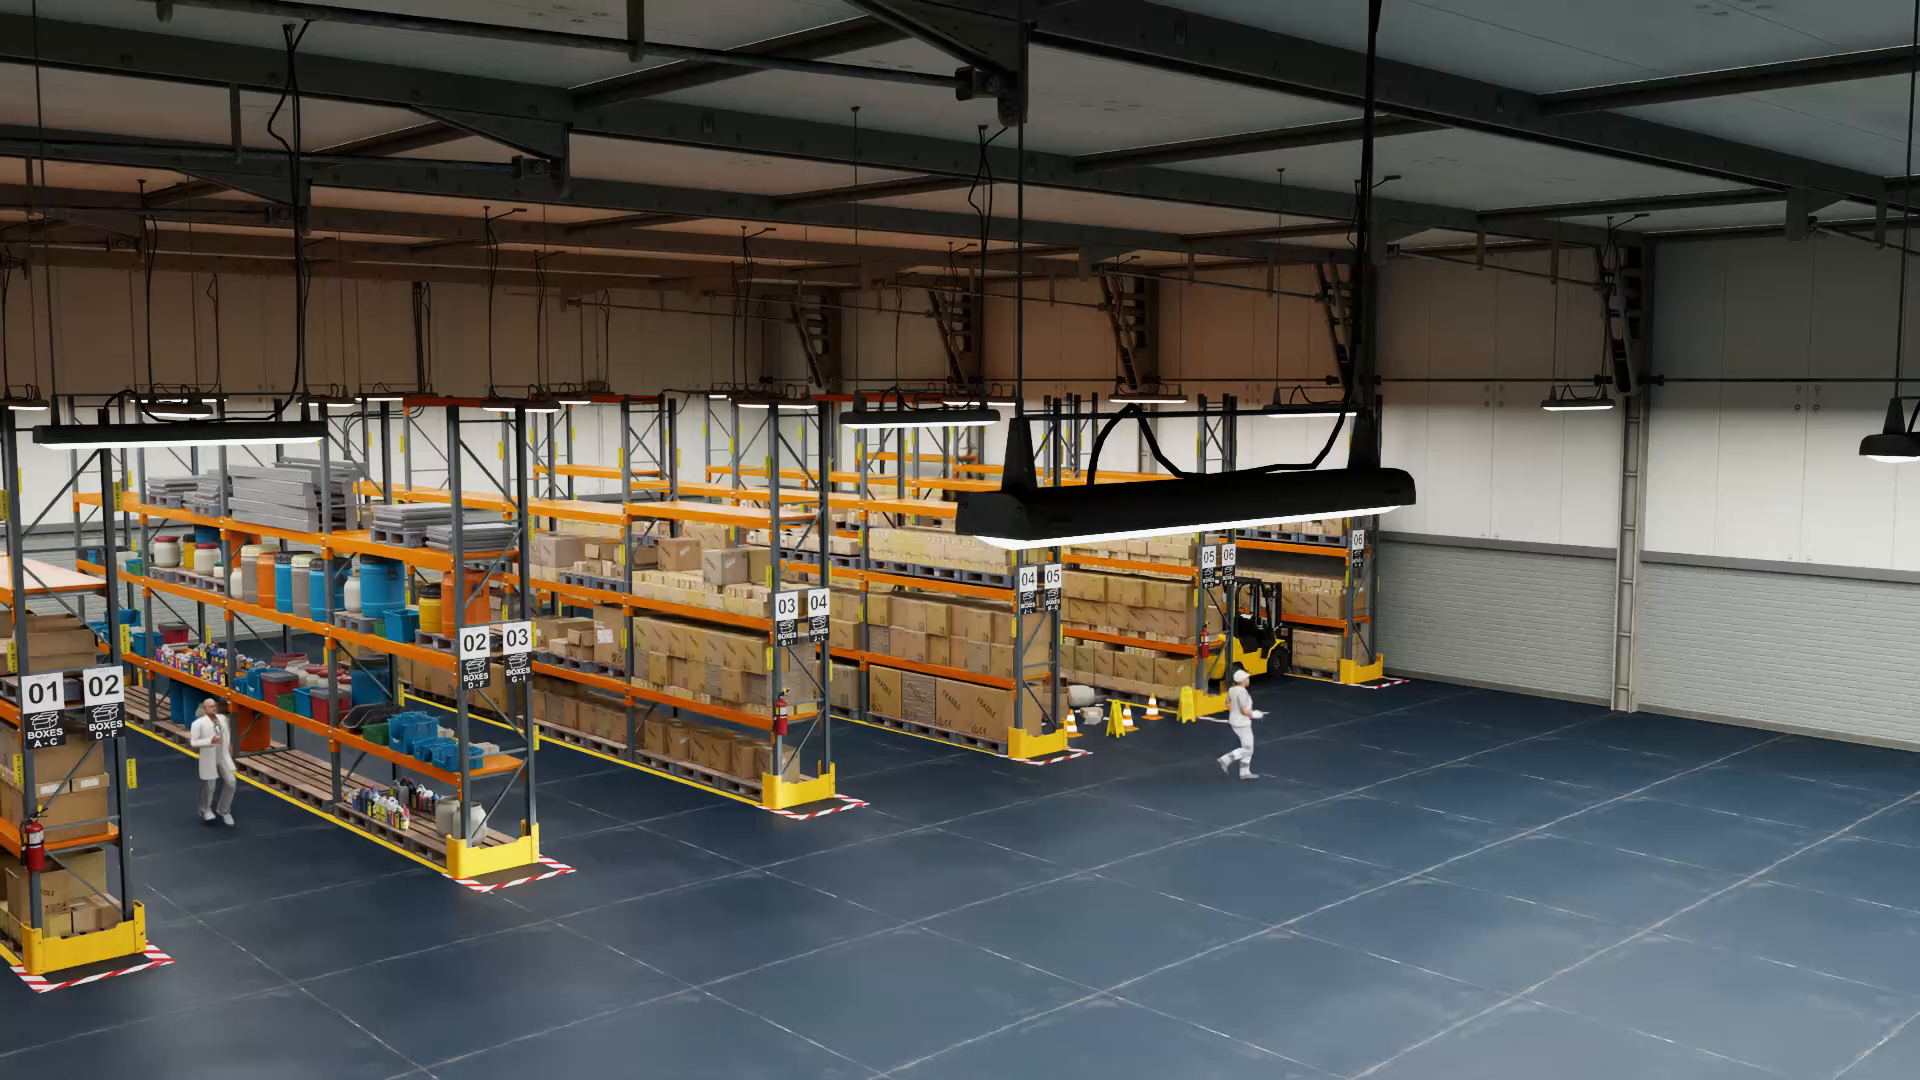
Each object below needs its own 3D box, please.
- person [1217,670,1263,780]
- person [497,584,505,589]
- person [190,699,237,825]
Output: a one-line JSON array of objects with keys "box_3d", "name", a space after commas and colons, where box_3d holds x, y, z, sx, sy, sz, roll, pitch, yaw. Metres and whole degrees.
[{"box_3d": [4.396, 2.922, 26.265, 0.714, 1.749, 0.653, -1, 6, -9], "name": "person"}, {"box_3d": [-10.797, 1.796, 38.911, 0.537, 1.528, 0.583, -2, 6, -16], "name": "person"}, {"box_3d": [-10.598, 3.166, 23.657, 0.777, 1.824, 0.685, 4, 7, 38], "name": "person"}]
